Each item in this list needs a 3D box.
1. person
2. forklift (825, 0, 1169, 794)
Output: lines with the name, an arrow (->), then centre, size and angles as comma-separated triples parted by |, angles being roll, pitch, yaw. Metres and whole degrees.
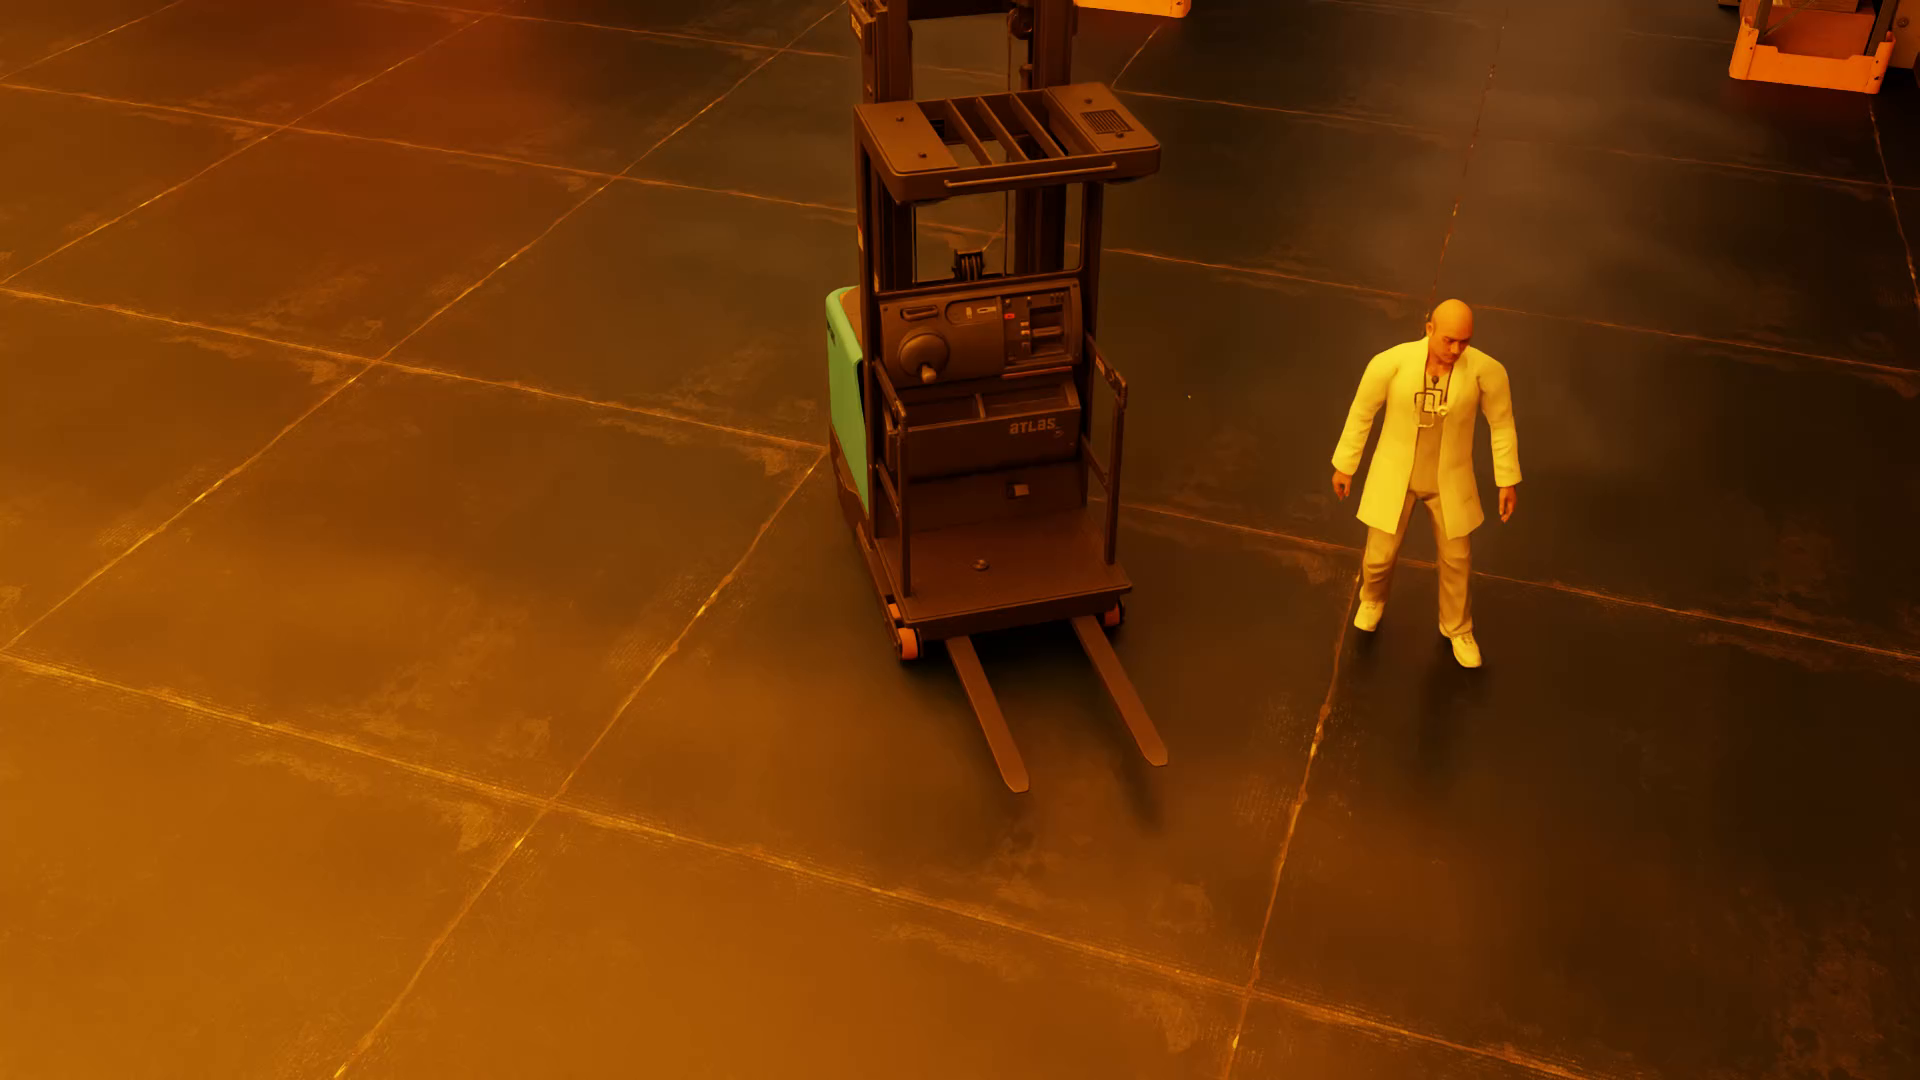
person -> 2.079, -0.266, 7.453 | 0.817, 1.763, 0.443 | 6, 36, 9
forklift -> 0.159, -0.874, 7.343 | 1.130, 2.935, 3.031 | -9, 36, -12
